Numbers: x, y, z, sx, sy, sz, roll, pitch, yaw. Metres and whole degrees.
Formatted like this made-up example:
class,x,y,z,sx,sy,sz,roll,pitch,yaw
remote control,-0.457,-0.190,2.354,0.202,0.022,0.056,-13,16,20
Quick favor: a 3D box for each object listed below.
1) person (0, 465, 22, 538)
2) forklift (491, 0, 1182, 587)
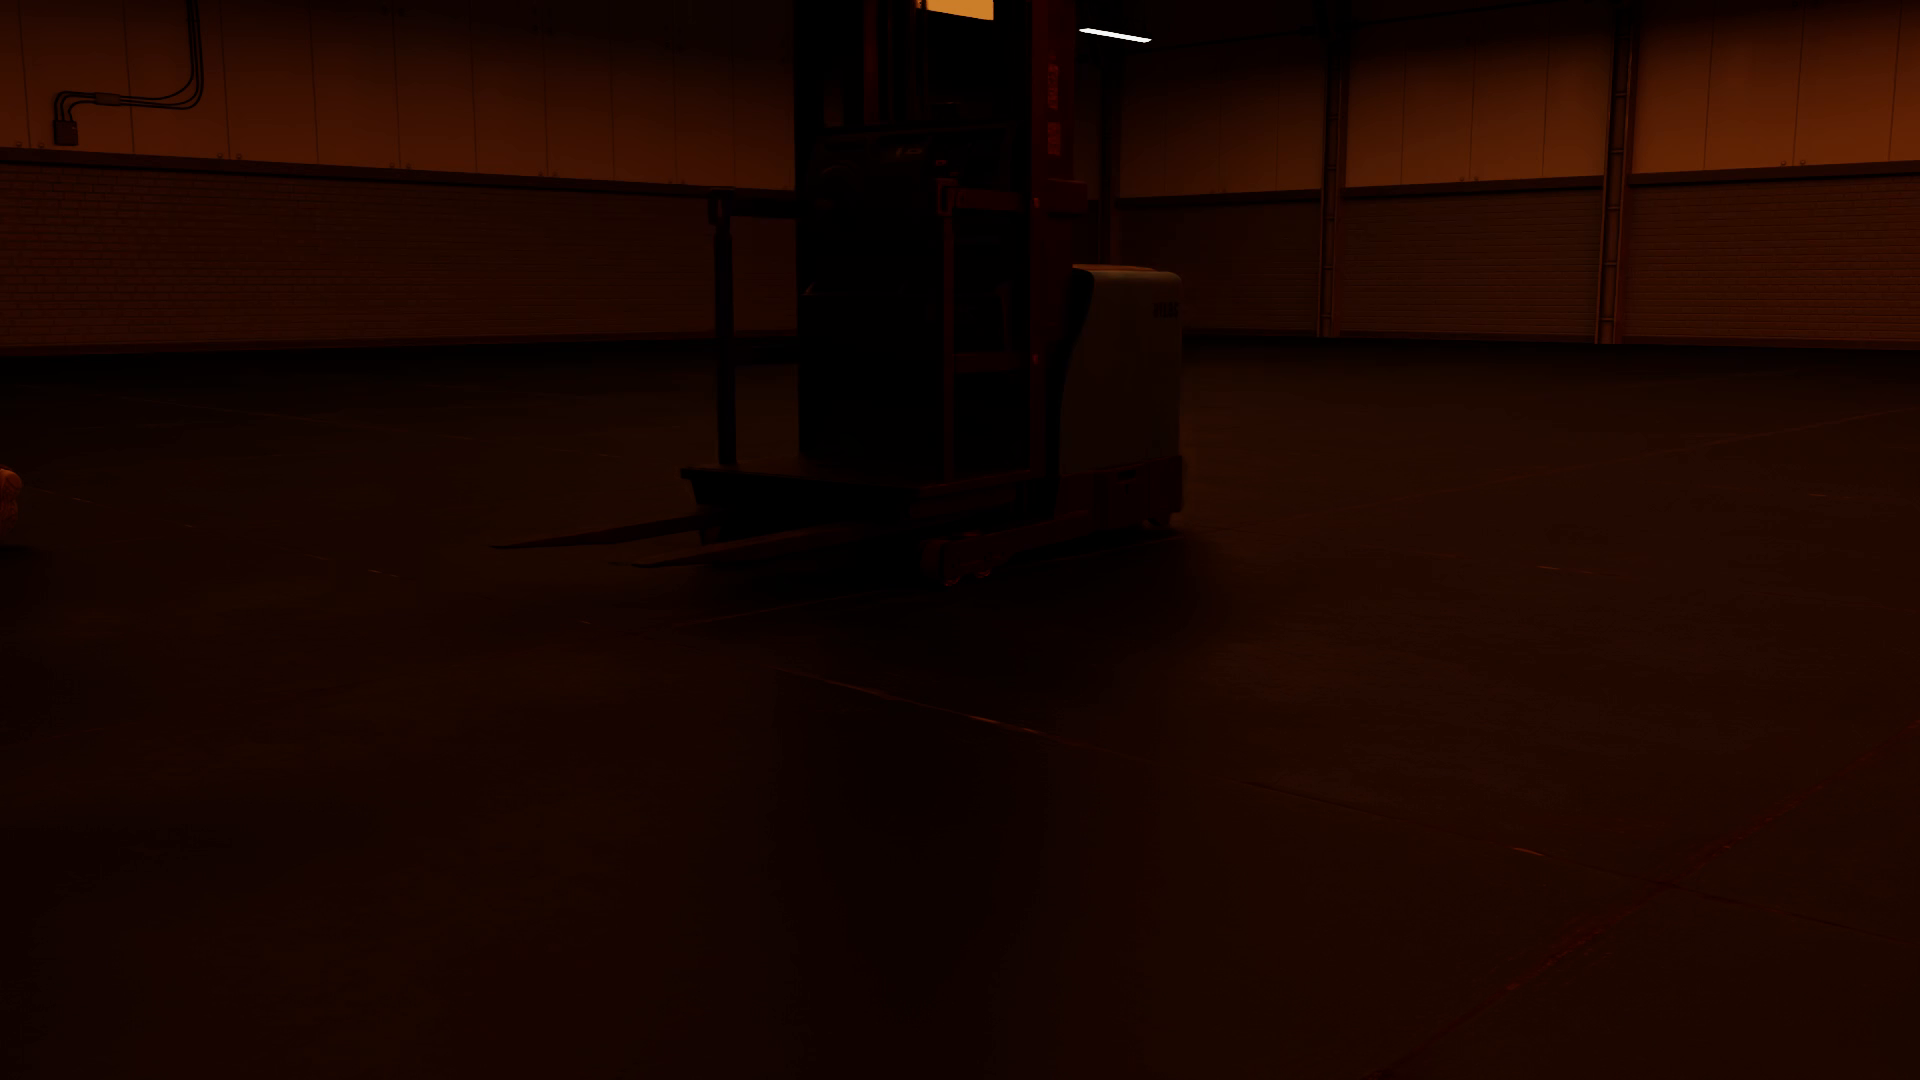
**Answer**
class,x,y,z,sx,sy,sz,roll,pitch,yaw
person,-4.148,-0.653,6.413,0.892,1.445,0.574,-3,9,-19
forklift,-0.309,-1.369,5.967,1.130,2.935,3.031,6,10,34
